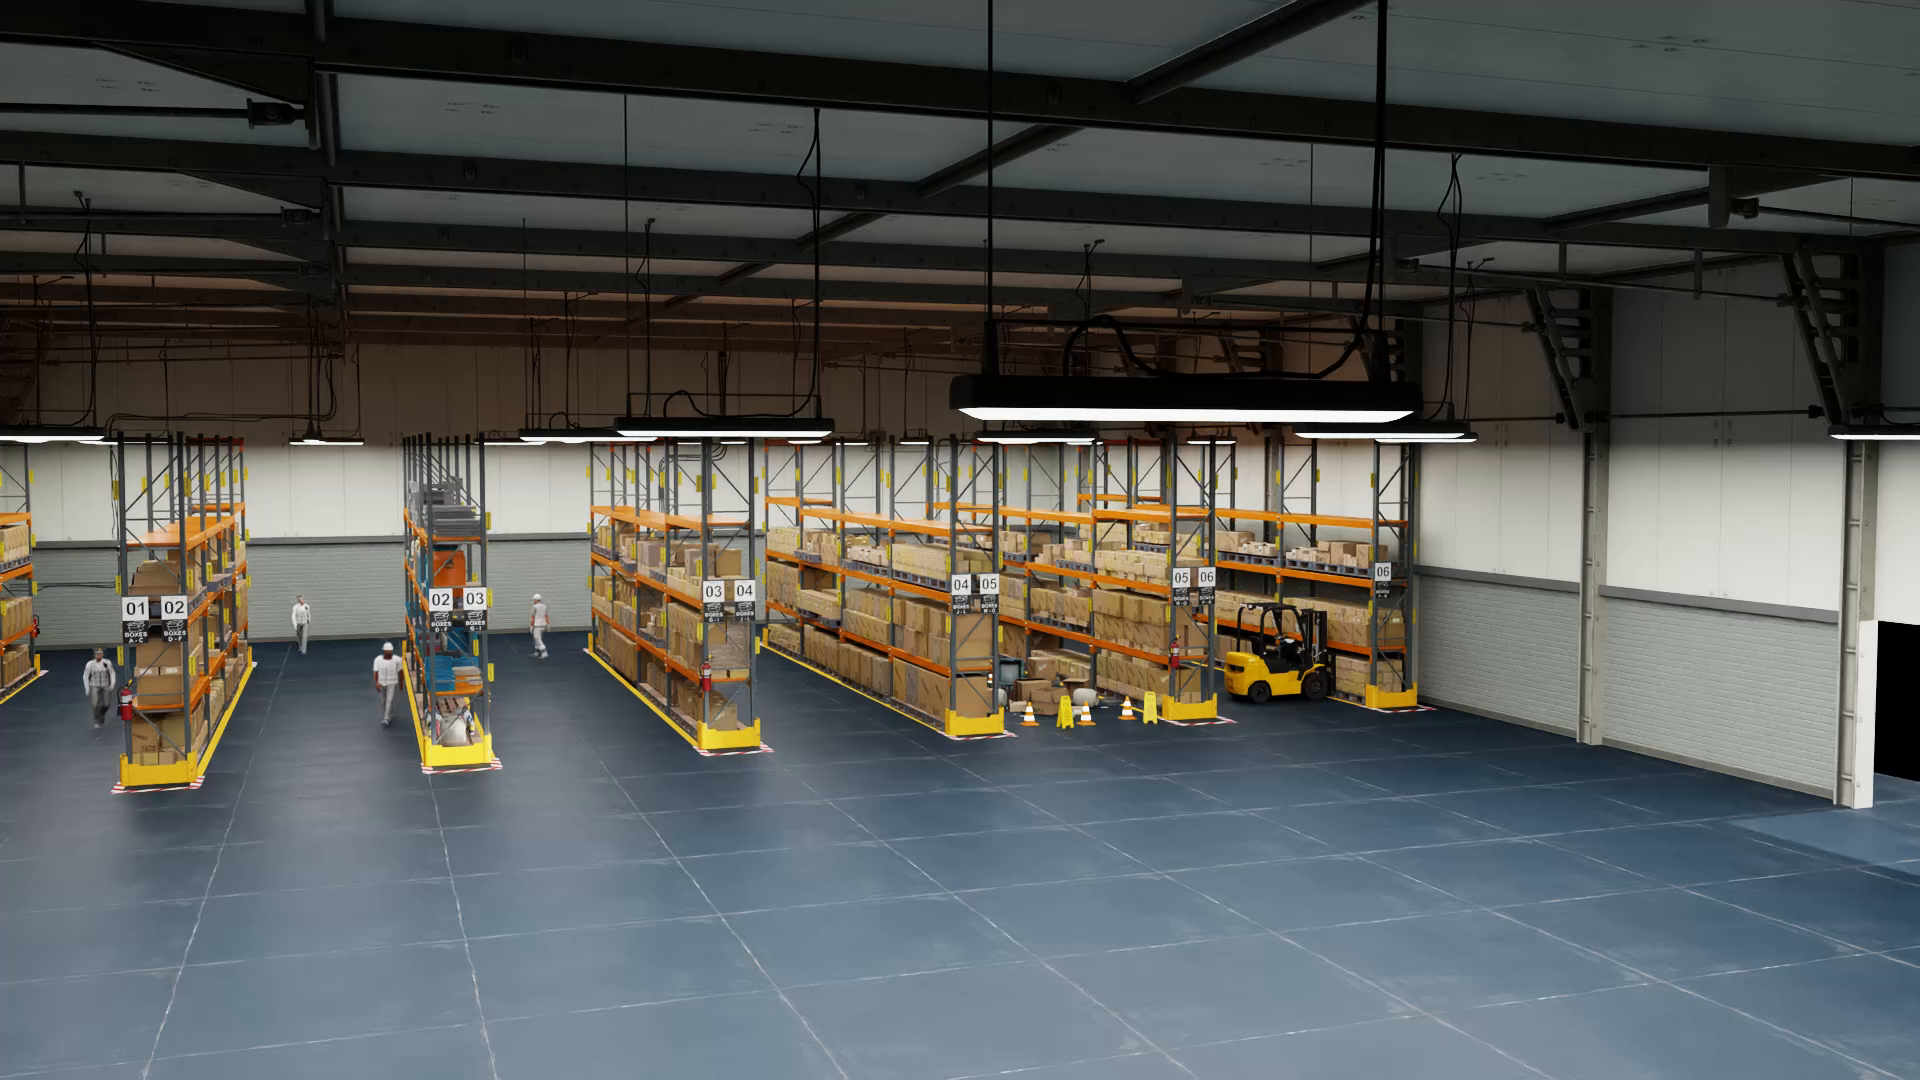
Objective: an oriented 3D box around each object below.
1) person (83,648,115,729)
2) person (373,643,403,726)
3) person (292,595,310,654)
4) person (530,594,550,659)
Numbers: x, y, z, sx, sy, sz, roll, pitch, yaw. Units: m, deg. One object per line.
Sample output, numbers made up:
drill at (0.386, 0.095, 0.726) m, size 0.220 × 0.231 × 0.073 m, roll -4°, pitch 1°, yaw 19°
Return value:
person at (-17.671, 3.015, 34.142) m, size 0.583 × 1.656 × 0.534 m, roll -2°, pitch 4°, yaw -30°
person at (-11.847, 2.965, 34.389) m, size 0.562 × 1.687 × 1.136 m, roll 0°, pitch 3°, yaw -6°
person at (-18.344, 2.323, 46.257) m, size 0.448 × 1.609 × 1.034 m, roll -1°, pitch 3°, yaw -17°
person at (-11.428, 2.351, 45.129) m, size 0.812 × 1.776 × 0.580 m, roll 2°, pitch 4°, yaw 34°
